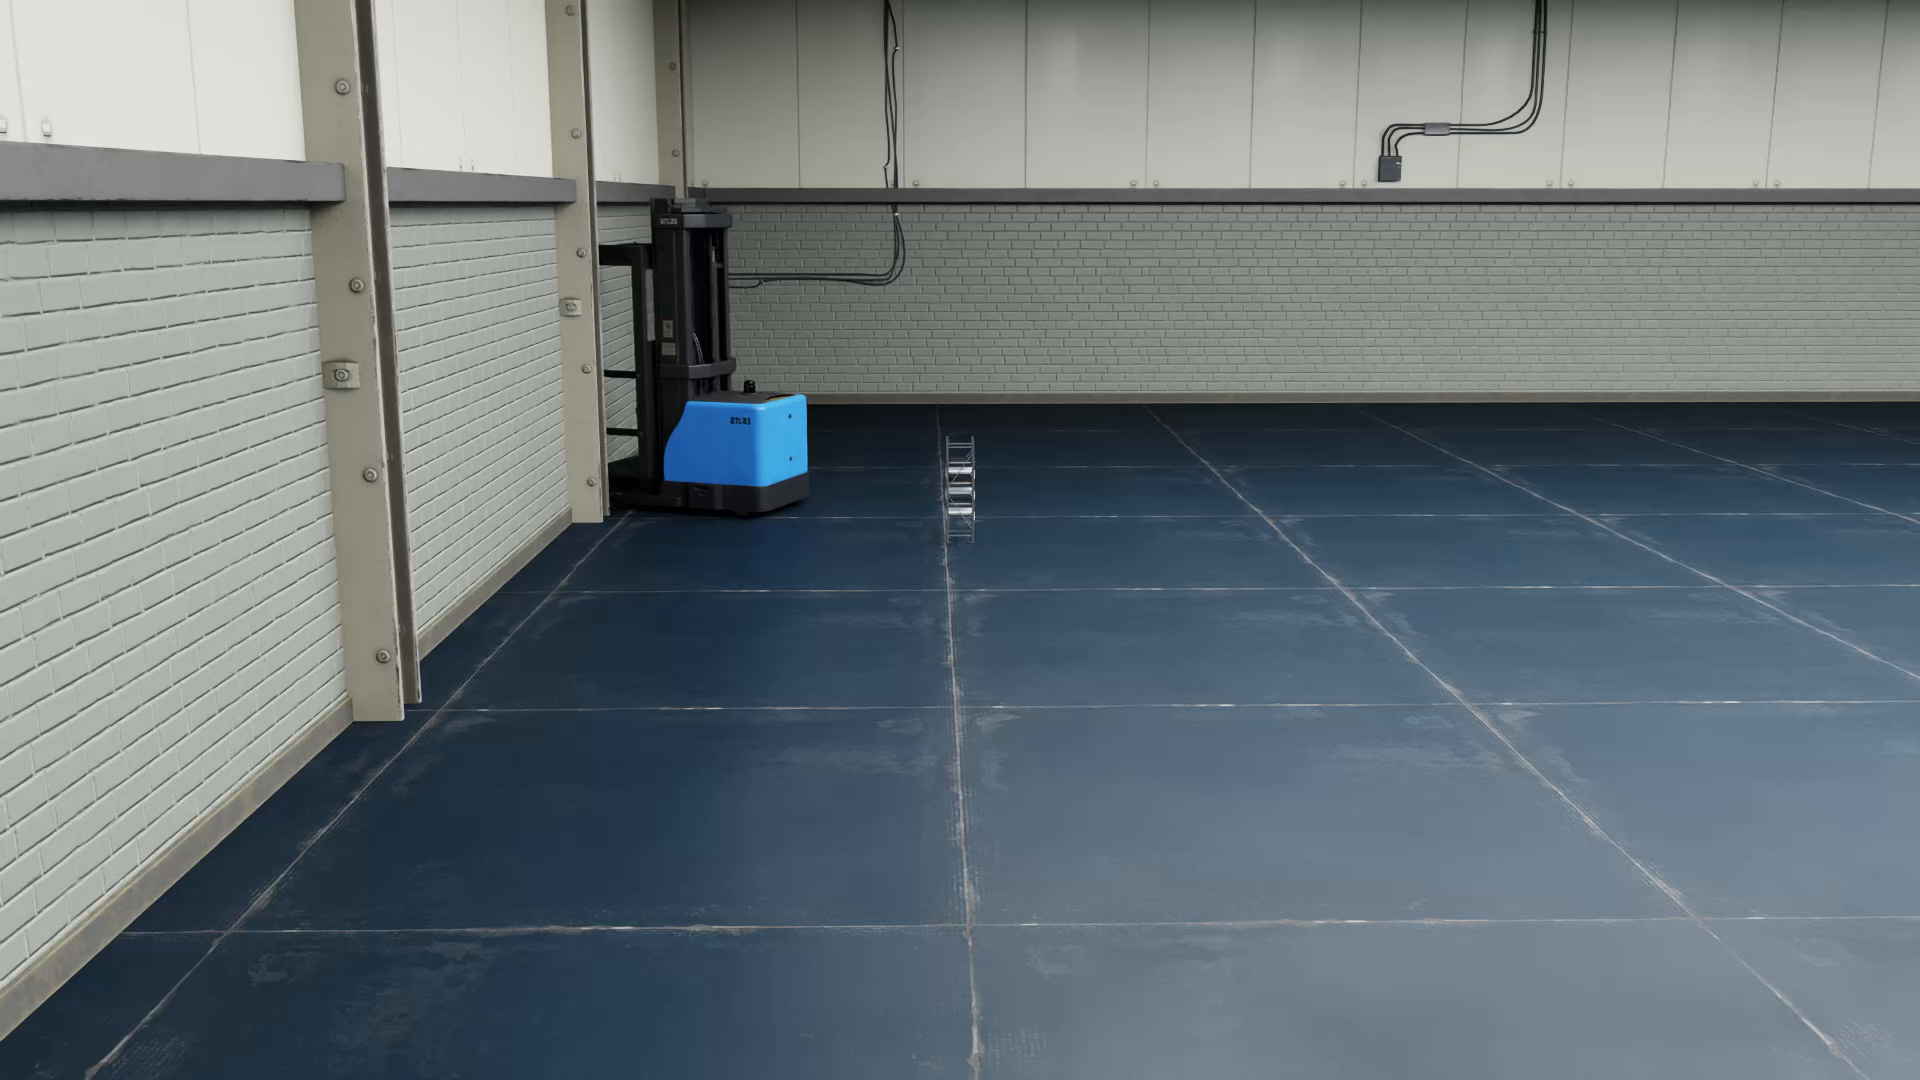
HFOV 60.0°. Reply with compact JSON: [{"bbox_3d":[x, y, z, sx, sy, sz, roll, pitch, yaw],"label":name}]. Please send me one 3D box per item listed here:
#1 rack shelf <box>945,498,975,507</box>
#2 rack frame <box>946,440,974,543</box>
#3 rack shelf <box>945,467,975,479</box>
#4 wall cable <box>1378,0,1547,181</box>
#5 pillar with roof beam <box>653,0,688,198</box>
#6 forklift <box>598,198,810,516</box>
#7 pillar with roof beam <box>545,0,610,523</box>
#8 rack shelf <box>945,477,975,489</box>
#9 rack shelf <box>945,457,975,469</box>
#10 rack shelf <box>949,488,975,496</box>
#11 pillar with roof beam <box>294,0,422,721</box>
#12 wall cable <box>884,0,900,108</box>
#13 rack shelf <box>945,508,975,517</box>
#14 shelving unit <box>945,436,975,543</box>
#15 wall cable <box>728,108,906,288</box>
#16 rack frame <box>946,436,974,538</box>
[{"bbox_3d":[0.000,-0.319,14.486,0.258,0.077,0.200,0,11,-1],"label":"rack shelf"},{"bbox_3d":[0.002,-0.419,14.362,0.240,0.900,0.006,0,11,-1],"label":"rack frame"},{"bbox_3d":[0.000,-0.583,14.433,0.258,0.077,0.200,0,11,-1],"label":"rack shelf"},{"bbox_3d":[7.164,-8.097,23.284,2.305,6.003,0.169,0,11,-1],"label":"wall cable"},{"bbox_3d":[0.715,-5.821,20.619,9.100,9.000,0.400,0,11,-1],"label":"pillar with roof beam"},{"bbox_3d":[-3.051,-1.821,16.165,3.031,2.935,1.130,4,12,20],"label":"forklift"},{"bbox_3d":[0.839,-4.628,14.740,9.100,9.000,0.400,0,11,-1],"label":"pillar with roof beam"},{"bbox_3d":[0.000,-0.495,14.450,0.258,0.077,0.200,0,11,-1],"label":"rack shelf"},{"bbox_3d":[0.000,-0.671,14.415,0.258,0.077,0.200,0,11,-1],"label":"rack shelf"},{"bbox_3d":[0.000,-0.407,14.468,0.258,0.077,0.200,0,11,-1],"label":"rack shelf"},{"bbox_3d":[0.963,-3.436,8.862,9.100,9.000,0.400,0,11,-1],"label":"pillar with roof beam"},{"bbox_3d":[0.377,-7.359,23.307,3.097,2.526,0.112,0,11,-1],"label":"wall cable"},{"bbox_3d":[0.000,-0.230,14.504,0.258,0.077,0.200,0,11,-1],"label":"rack shelf"},{"bbox_3d":[0.000,-0.439,14.462,0.258,0.900,0.210,0,11,-1],"label":"shelving unit"},{"bbox_3d":[-2.328,-4.873,23.754,3.097,2.526,0.112,0,11,-1],"label":"wall cable"},{"bbox_3d":[-0.002,-0.460,14.561,0.240,0.900,0.006,0,11,-1],"label":"rack frame"}]
